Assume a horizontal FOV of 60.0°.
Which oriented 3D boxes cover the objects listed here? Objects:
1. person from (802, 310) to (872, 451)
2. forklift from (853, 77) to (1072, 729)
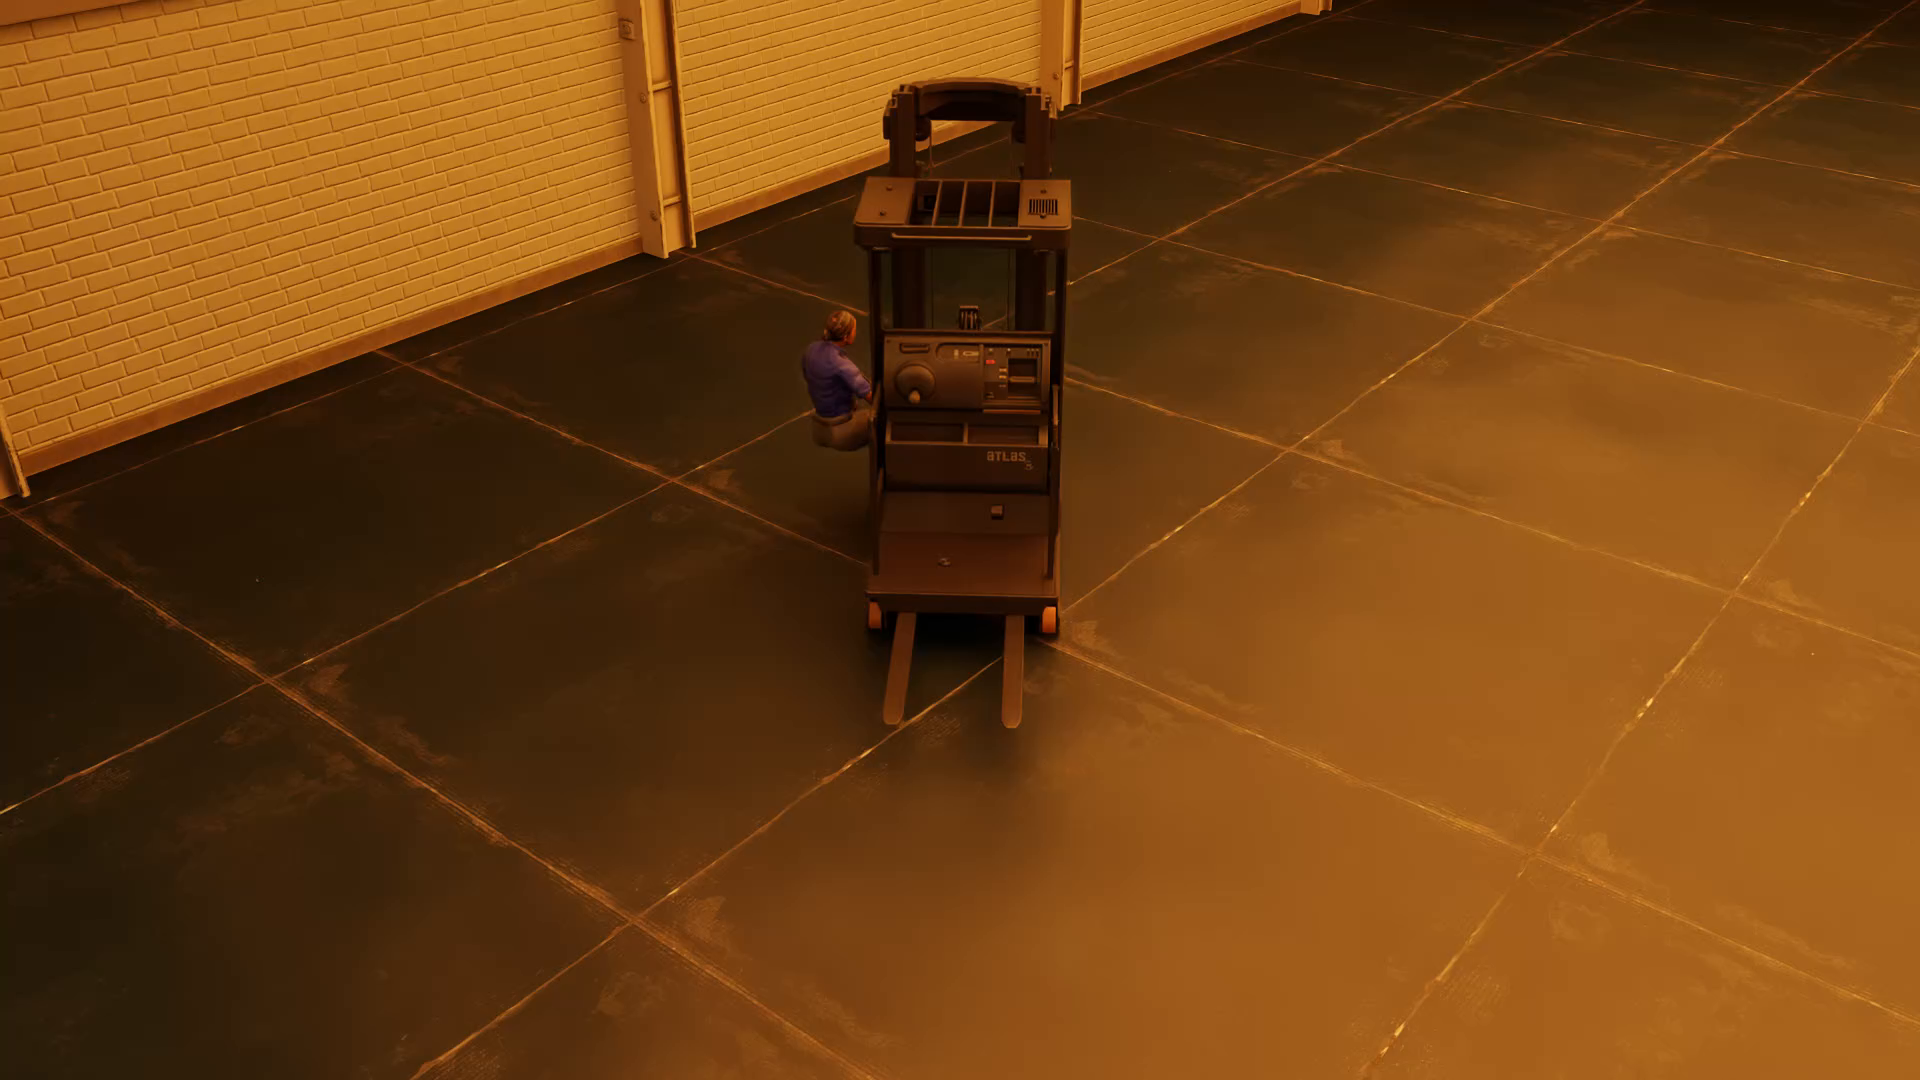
[{"bbox_3d":[-0.551,-0.830,10.452,0.800,1.393,0.721,-22,37,-32],"label":"person"},{"bbox_3d":[0.030,-0.891,9.119,1.130,2.935,3.031,1,30,3],"label":"forklift"}]
